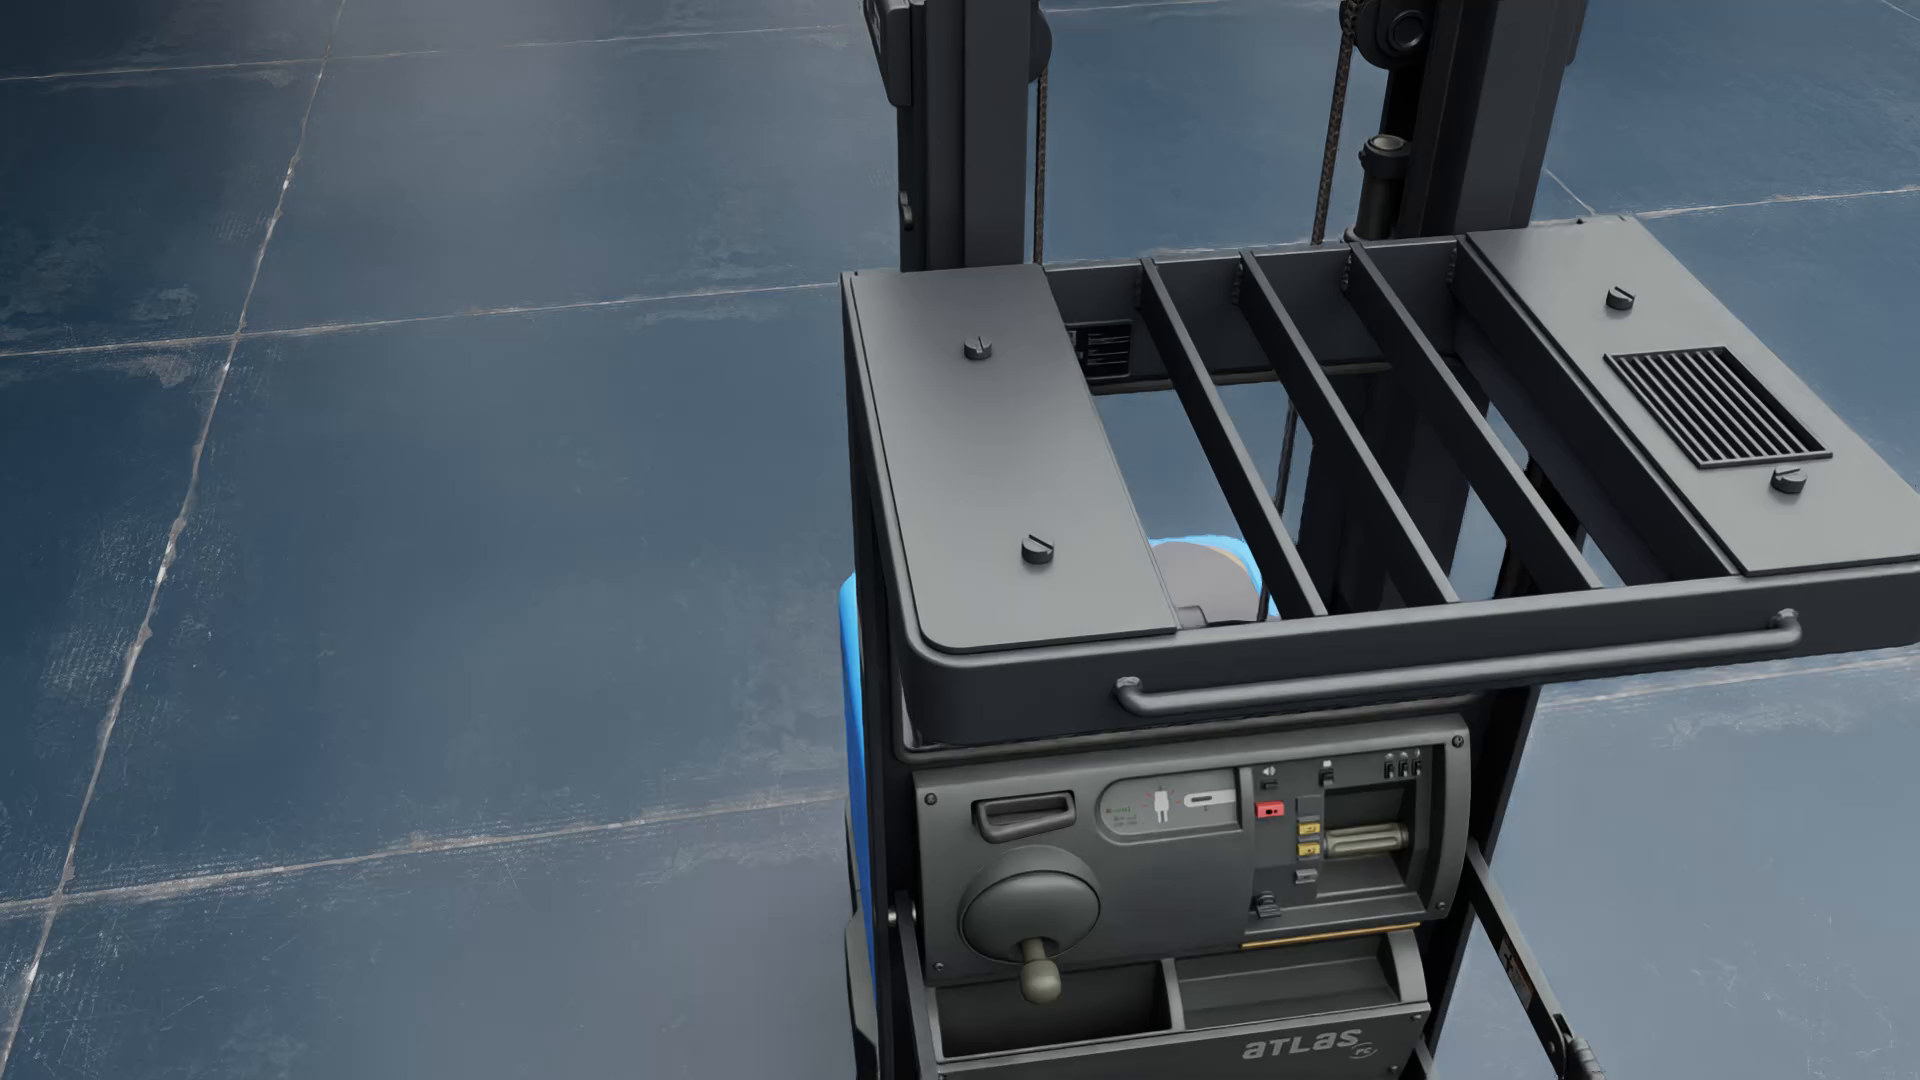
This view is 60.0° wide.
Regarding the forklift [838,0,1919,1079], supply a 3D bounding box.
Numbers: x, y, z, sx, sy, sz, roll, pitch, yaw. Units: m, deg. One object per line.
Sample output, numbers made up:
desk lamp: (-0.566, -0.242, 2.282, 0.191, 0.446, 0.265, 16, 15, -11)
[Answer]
forklift: (0.426, 0.601, 2.588, 1.130, 2.935, 3.031, -5, 38, -7)
